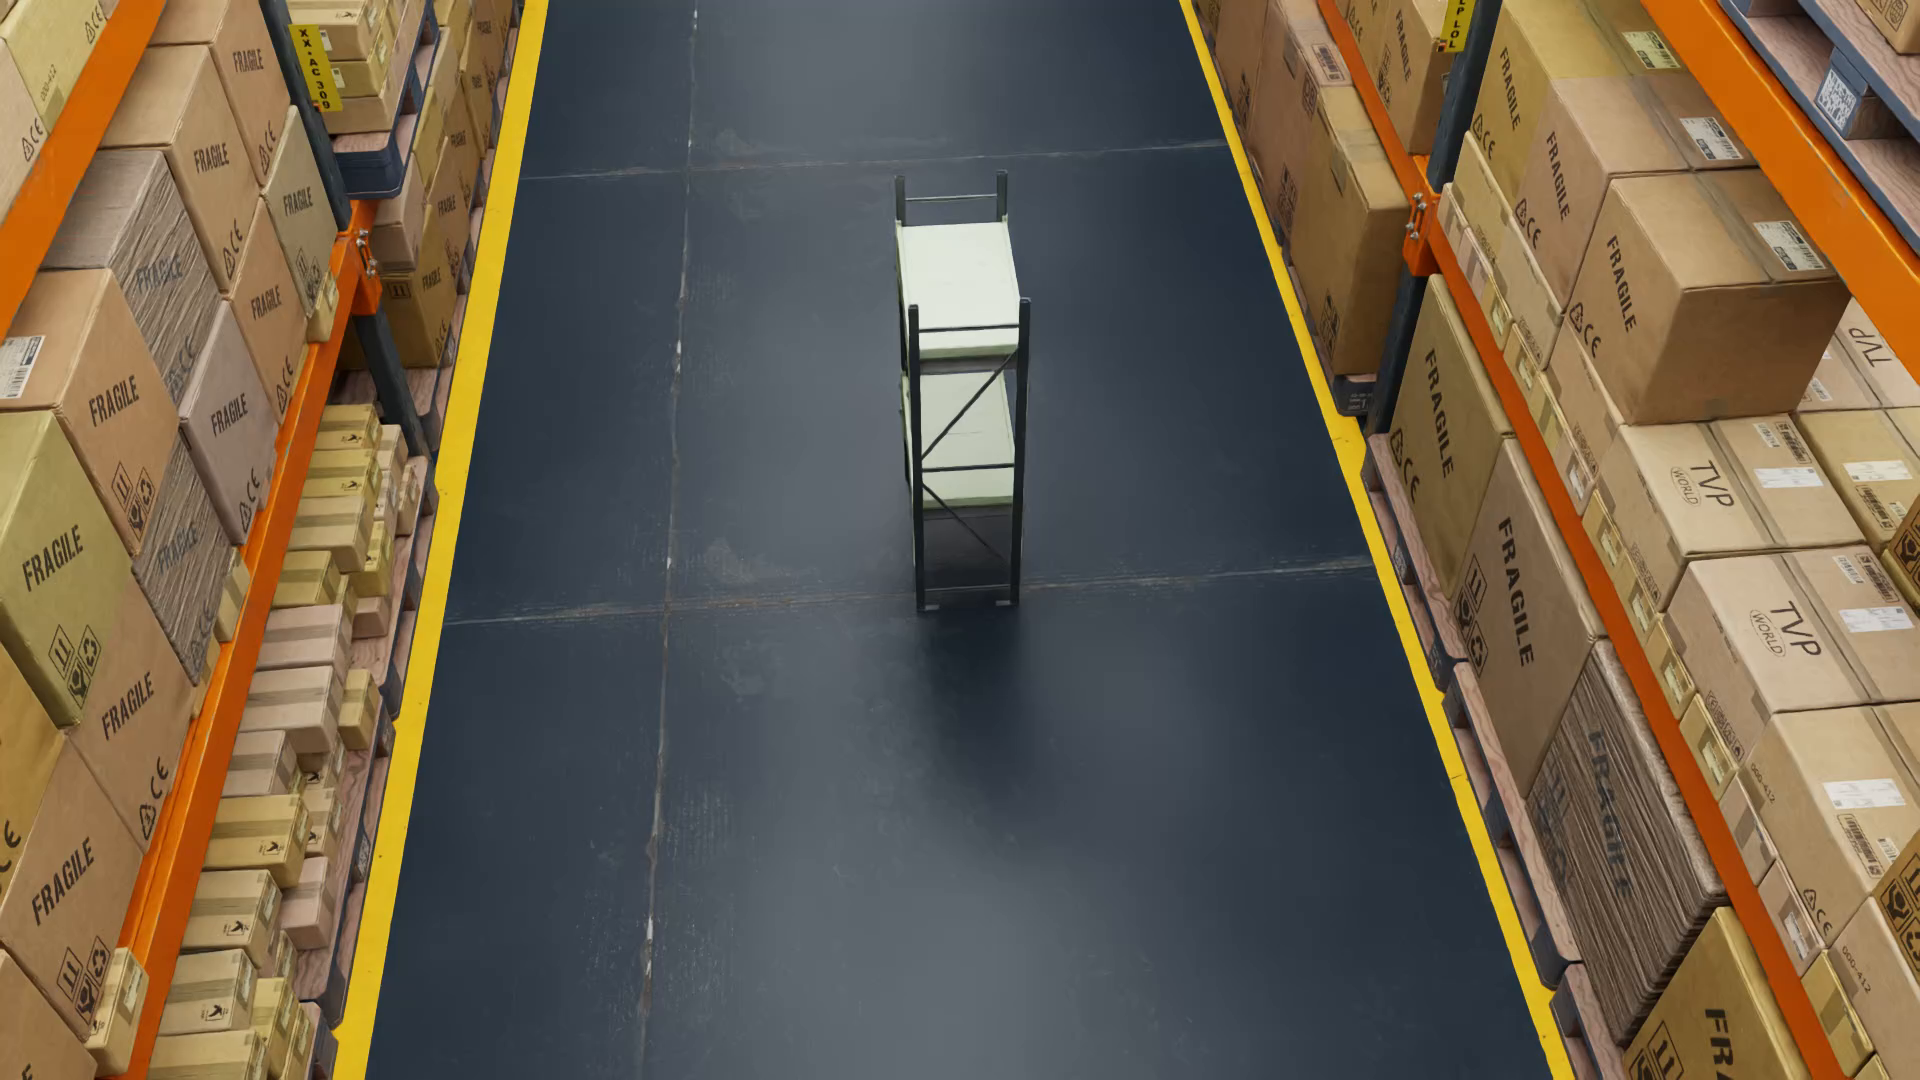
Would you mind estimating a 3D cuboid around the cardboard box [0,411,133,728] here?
[{"bbox_3d":[-2.215,0.082,3.644,0.500,0.500,0.500,-4,47,-4],"label":"cardboard box"}]

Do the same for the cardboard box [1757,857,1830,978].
[{"bbox_3d":[2.177,0.896,4.009,0.380,0.149,0.250,-3,47,-3],"label":"cardboard box"}]

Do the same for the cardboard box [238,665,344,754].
[{"bbox_3d":[-2.235,0.564,5.414,0.380,0.149,0.250,-5,47,-5],"label":"cardboard box"}]

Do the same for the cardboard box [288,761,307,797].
[{"bbox_3d":[-2.343,0.843,5.355,0.380,0.149,0.250,-1,47,-1],"label":"cardboard box"}]

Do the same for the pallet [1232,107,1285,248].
[{"bbox_3d":[1.999,-1.956,8.457,1.003,0.211,1.213,-3,47,-3],"label":"pallet"}]

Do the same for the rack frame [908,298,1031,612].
[{"bbox_3d":[0.030,-0.256,5.959,0.400,1.500,0.023,-3,47,-3],"label":"rack frame"}]

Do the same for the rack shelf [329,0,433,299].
[{"bbox_3d":[-2.874,-2.448,7.498,1.077,0.370,4.000,-3,47,-3],"label":"rack shelf"}]

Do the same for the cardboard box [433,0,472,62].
[{"bbox_3d":[-2.643,-2.473,7.942,0.500,0.250,0.500,-2,47,-2],"label":"cardboard box"}]

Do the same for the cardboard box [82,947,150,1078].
[{"bbox_3d":[-2.104,1.099,3.817,0.380,0.149,0.250,-5,47,-4],"label":"cardboard box"}]

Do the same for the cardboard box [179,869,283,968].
[{"bbox_3d":[-2.231,1.120,4.888,0.380,0.149,0.250,-2,47,-2],"label":"cardboard box"}]

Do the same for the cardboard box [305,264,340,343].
[{"bbox_3d":[-2.320,-0.790,5.605,0.380,0.149,0.250,-5,47,-4],"label":"cardboard box"}]

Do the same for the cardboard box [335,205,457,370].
[{"bbox_3d":[-2.505,-1.084,7.143,0.500,0.500,0.500,-2,47,-2],"label":"cardboard box"}]

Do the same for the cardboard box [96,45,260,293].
[{"bbox_3d":[-2.350,-1.031,4.698,0.500,0.500,0.500,-5,47,-5],"label":"cardboard box"}]

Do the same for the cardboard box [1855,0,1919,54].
[{"bbox_3d":[2.312,-1.382,3.500,0.700,0.500,0.500,-2,47,-2],"label":"cardboard box"}]

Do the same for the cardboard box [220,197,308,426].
[{"bbox_3d":[-2.343,-0.676,5.051,0.500,0.500,0.500,-5,47,-4],"label":"cardboard box"}]

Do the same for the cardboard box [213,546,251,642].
[{"bbox_3d":[-2.247,0.157,4.708,0.380,0.149,0.250,-3,47,-3],"label":"cardboard box"}]

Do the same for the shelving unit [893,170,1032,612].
[{"bbox_3d":[-0.001,-0.521,6.210,0.431,1.500,0.755,-3,47,-3],"label":"shelving unit"}]

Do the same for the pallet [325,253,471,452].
[{"bbox_3d":[-2.774,-0.852,7.412,1.003,0.211,1.213,-3,47,-3],"label":"pallet"}]

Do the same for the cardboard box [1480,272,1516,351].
[{"bbox_3d":[1.982,-0.775,5.591,0.380,0.149,0.250,-2,47,-2],"label":"cardboard box"}]

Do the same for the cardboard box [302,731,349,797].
[{"bbox_3d":[-2.293,0.792,5.608,0.380,0.149,0.250,-3,47,-3],"label":"cardboard box"}]

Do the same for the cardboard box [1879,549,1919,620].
[{"bbox_3d":[2.719,0.264,4.333,0.500,0.250,0.500,-5,47,-5],"label":"cardboard box"}]

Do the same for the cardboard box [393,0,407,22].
[{"bbox_3d":[-2.327,-2.095,6.348,0.380,0.149,0.250,-2,47,-2],"label":"cardboard box"}]

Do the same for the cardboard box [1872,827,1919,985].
[{"bbox_3d":[2.276,0.772,3.334,0.500,0.500,0.500,-3,47,-3],"label":"cardboard box"}]

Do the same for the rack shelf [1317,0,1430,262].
[{"bbox_3d":[2.077,-2.676,7.714,1.077,0.370,4.000,-3,47,-3],"label":"rack shelf"}]

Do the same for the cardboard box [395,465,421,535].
[{"bbox_3d":[-2.335,-0.149,6.500,0.380,0.149,0.250,-3,47,-3],"label":"cardboard box"}]

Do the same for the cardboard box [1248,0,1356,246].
[{"bbox_3d":[2.095,-1.999,7.751,1.225,0.875,0.875,-5,47,-5],"label":"cardboard box"}]

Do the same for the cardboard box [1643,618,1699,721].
[{"bbox_3d":[2.112,0.340,4.535,0.380,0.149,0.250,-3,47,-3],"label":"cardboard box"}]

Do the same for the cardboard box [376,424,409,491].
[{"bbox_3d":[-2.364,-0.306,6.443,0.380,0.149,0.250,-3,47,-2],"label":"cardboard box"}]

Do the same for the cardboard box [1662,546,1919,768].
[{"bbox_3d":[2.189,0.297,4.301,0.500,0.250,0.500,-5,47,-5],"label":"cardboard box"}]

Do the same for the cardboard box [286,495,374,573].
[{"bbox_3d":[-2.329,-0.013,5.961,0.380,0.149,0.250,-4,47,-4],"label":"cardboard box"}]

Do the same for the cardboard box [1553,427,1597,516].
[{"bbox_3d":[2.046,-0.218,5.064,0.380,0.149,0.250,-3,47,-3],"label":"cardboard box"}]

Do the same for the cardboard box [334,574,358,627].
[{"bbox_3d":[-2.366,0.269,5.898,0.380,0.149,0.250,-3,47,-3],"label":"cardboard box"}]

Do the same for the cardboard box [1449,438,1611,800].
[{"bbox_3d":[2.295,0.243,5.628,0.875,0.875,0.875,-3,47,-3],"label":"cardboard box"}]

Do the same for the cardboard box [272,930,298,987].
[{"bbox_3d":[-2.257,1.349,5.080,0.380,0.149,0.250,-3,47,-3],"label":"cardboard box"}]

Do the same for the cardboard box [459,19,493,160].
[{"bbox_3d":[-2.626,-2.209,8.209,0.500,0.500,0.500,-5,47,-5],"label":"cardboard box"}]

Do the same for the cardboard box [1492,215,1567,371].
[{"bbox_3d":[2.059,-0.811,5.351,0.500,0.250,0.500,-4,47,-3],"label":"cardboard box"}]

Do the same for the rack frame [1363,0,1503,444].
[{"bbox_3d":[2.244,-1.476,6.082,1.000,3.000,0.127,-3,47,-3],"label":"rack frame"}]

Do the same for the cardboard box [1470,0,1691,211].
[{"bbox_3d":[2.029,-1.423,5.414,0.500,0.500,0.500,-3,47,-3],"label":"cardboard box"}]

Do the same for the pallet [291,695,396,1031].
[{"bbox_3d":[-2.510,1.079,5.582,1.003,0.211,1.213,-3,47,-3],"label":"pallet"}]

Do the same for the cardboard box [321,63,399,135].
[{"bbox_3d":[-2.282,-1.619,6.101,0.380,0.149,0.250,-6,47,-5],"label":"cardboard box"}]

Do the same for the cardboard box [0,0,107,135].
[{"bbox_3d":[-2.324,-1.160,3.820,0.500,0.250,0.500,-4,47,-4],"label":"cardboard box"}]

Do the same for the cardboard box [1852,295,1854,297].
[{"bbox_3d":[2.588,-0.849,5.387,0.500,0.250,0.500,-2,47,-2],"label":"cardboard box"}]

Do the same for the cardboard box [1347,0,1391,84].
[{"bbox_3d":[1.898,-2.191,6.690,0.500,0.500,0.500,-2,47,-2],"label":"cardboard box"}]

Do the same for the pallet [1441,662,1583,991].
[{"bbox_3d":[2.335,0.922,5.731,1.003,0.211,1.213,-3,47,-3],"label":"pallet"}]

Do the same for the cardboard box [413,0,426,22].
[{"bbox_3d":[-2.348,-2.182,6.634,0.380,0.149,0.250,-3,47,-3],"label":"cardboard box"}]

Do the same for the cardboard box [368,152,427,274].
[{"bbox_3d":[-2.506,-1.342,6.870,0.500,0.250,0.500,-5,47,-5],"label":"cardboard box"}]

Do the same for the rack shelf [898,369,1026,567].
[{"bbox_3d":[-0.001,-0.296,6.447,0.431,0.370,0.720,-3,47,-3],"label":"rack shelf"}]

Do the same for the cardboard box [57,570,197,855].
[{"bbox_3d":[-2.233,0.427,4.006,0.500,0.500,0.500,-3,47,-3],"label":"cardboard box"}]
